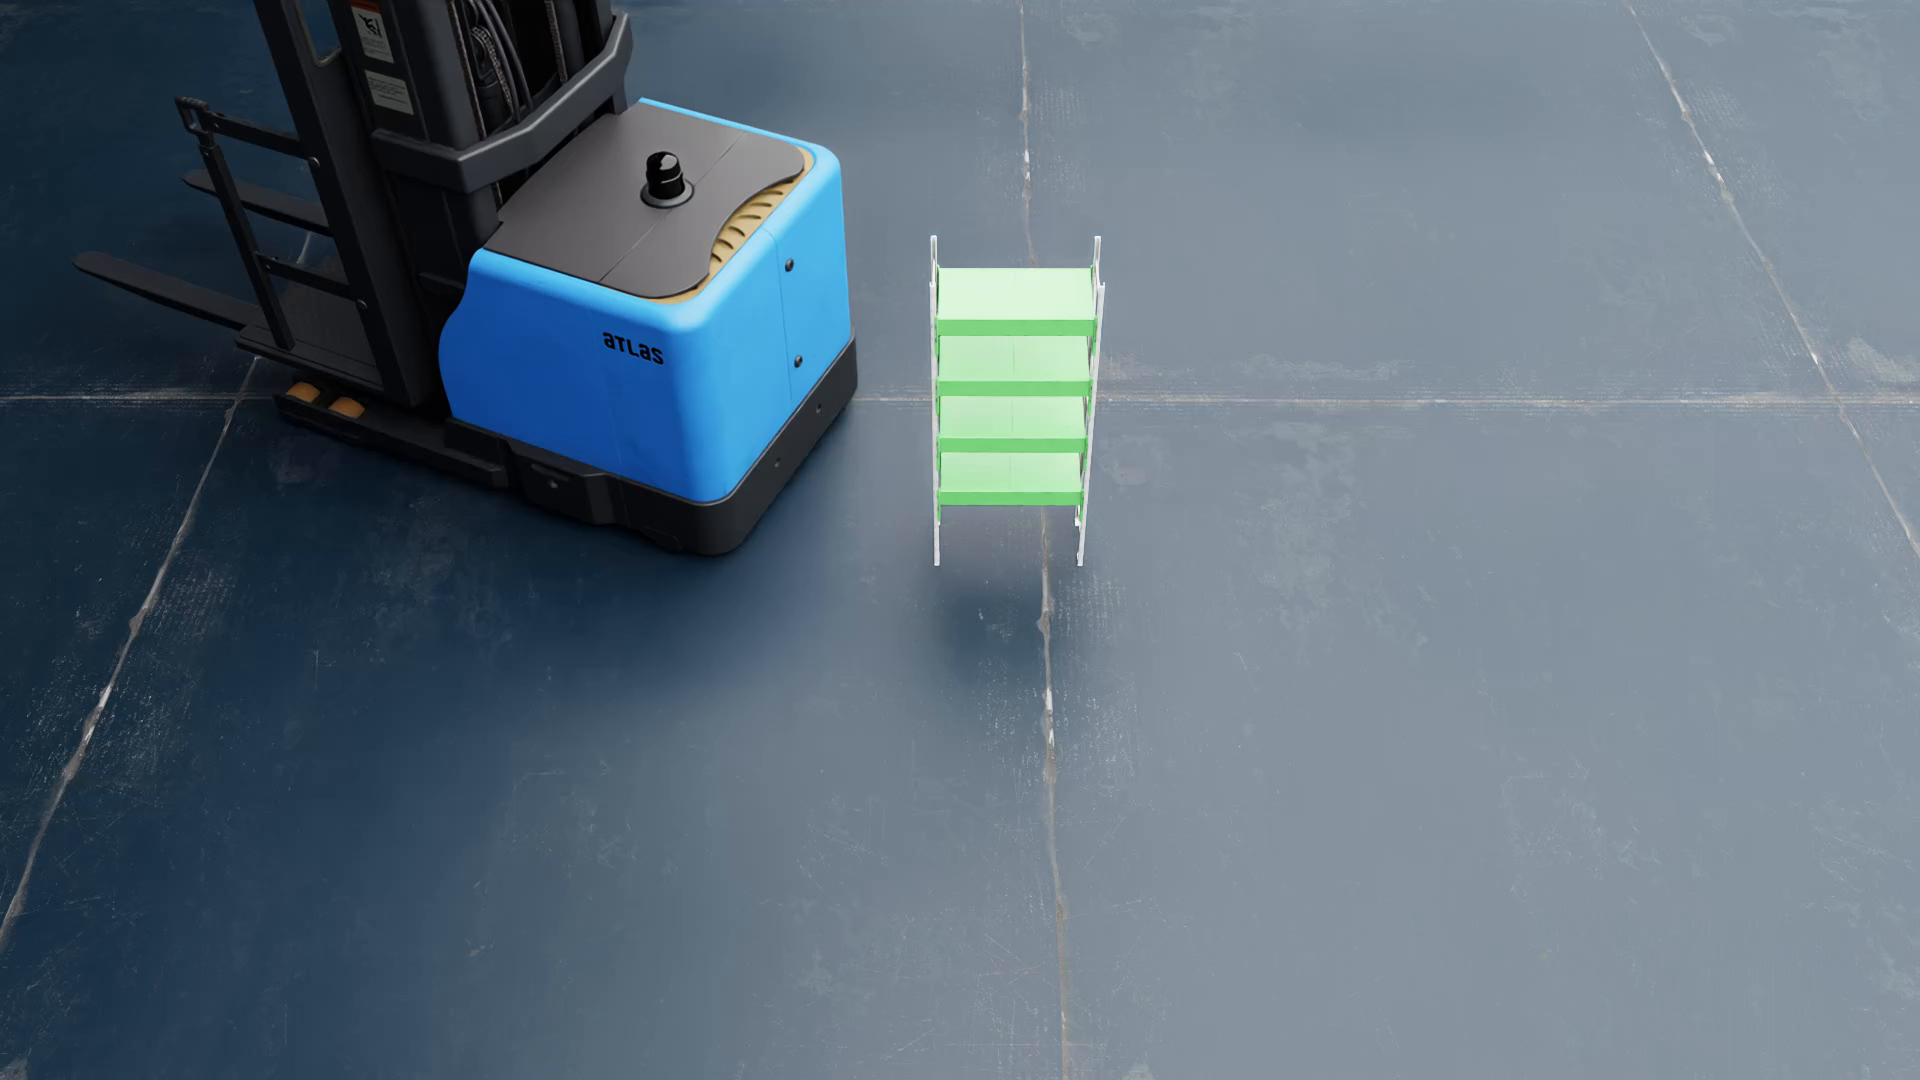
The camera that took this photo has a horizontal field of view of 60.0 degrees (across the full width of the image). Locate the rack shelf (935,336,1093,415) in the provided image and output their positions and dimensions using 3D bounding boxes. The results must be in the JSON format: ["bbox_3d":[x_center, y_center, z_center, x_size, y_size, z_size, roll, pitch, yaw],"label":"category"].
[{"bbox_3d":[0.166,-0.528,5.181,0.480,0.148,0.258,0,47,0],"label":"rack shelf"}]

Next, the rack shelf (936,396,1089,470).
[{"bbox_3d":[0.166,-0.365,5.357,0.480,0.148,0.258,0,47,0],"label":"rack shelf"}]

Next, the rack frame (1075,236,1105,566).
[{"bbox_3d":[0.410,-0.408,5.310,0.015,1.200,0.240,0,47,0],"label":"rack frame"}]

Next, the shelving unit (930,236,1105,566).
[{"bbox_3d":[0.166,-0.408,5.310,0.503,1.200,0.258,0,47,0],"label":"shelving unit"}]

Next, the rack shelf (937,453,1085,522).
[{"bbox_3d":[0.166,-0.201,5.533,0.480,0.148,0.258,0,47,0],"label":"rack shelf"}]

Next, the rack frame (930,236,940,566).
[{"bbox_3d":[-0.078,-0.409,5.311,0.015,1.200,0.240,0,47,0],"label":"rack frame"}]

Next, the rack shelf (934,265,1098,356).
[{"bbox_3d":[0.166,-0.692,5.006,0.480,0.148,0.258,0,47,0],"label":"rack shelf"}]

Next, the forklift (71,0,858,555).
[{"bbox_3d":[-1.940,-1.687,5.317,3.031,2.935,1.130,19,50,17],"label":"forklift"}]
